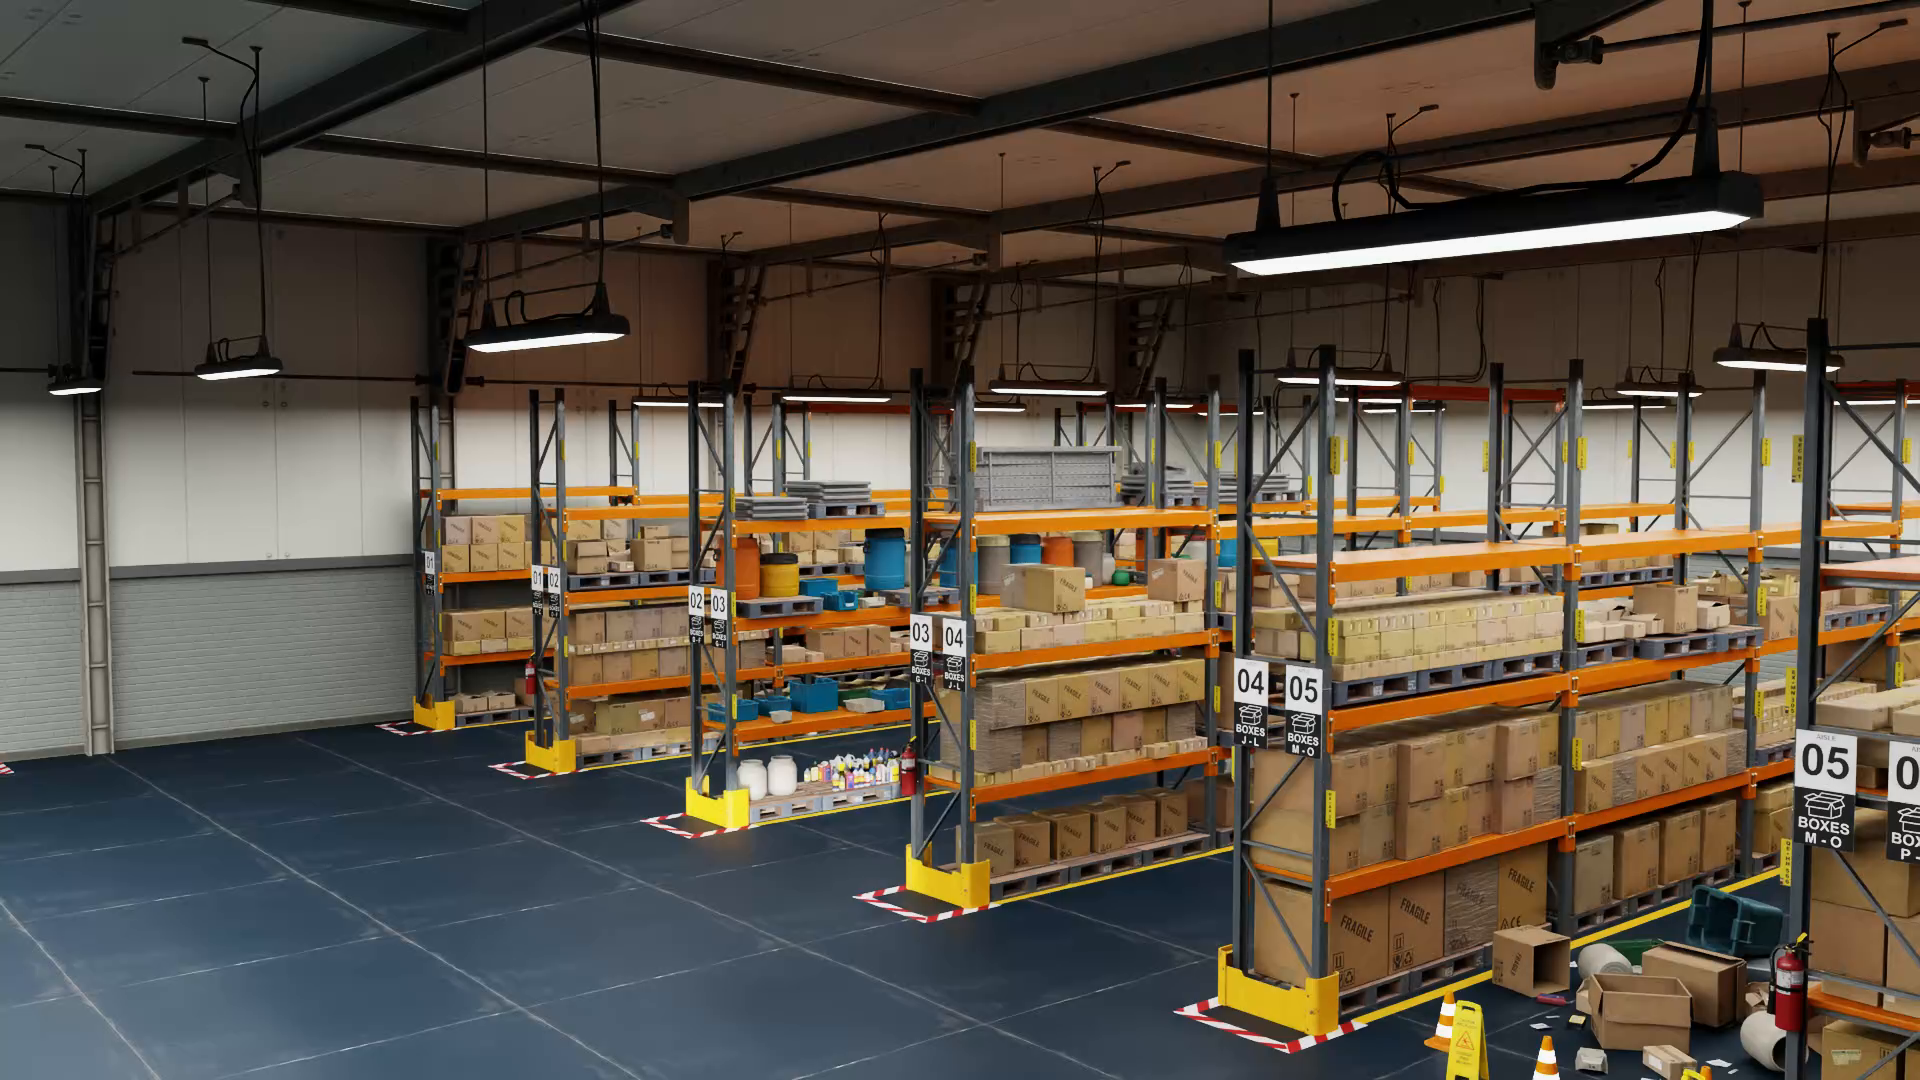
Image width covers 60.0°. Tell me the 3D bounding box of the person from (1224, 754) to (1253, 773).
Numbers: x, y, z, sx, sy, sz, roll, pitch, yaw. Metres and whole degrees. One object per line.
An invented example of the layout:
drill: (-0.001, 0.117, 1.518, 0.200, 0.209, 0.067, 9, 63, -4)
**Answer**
person: (4.166, 2.819, 24.809, 0.599, 1.784, 0.465, -1, 4, -21)
